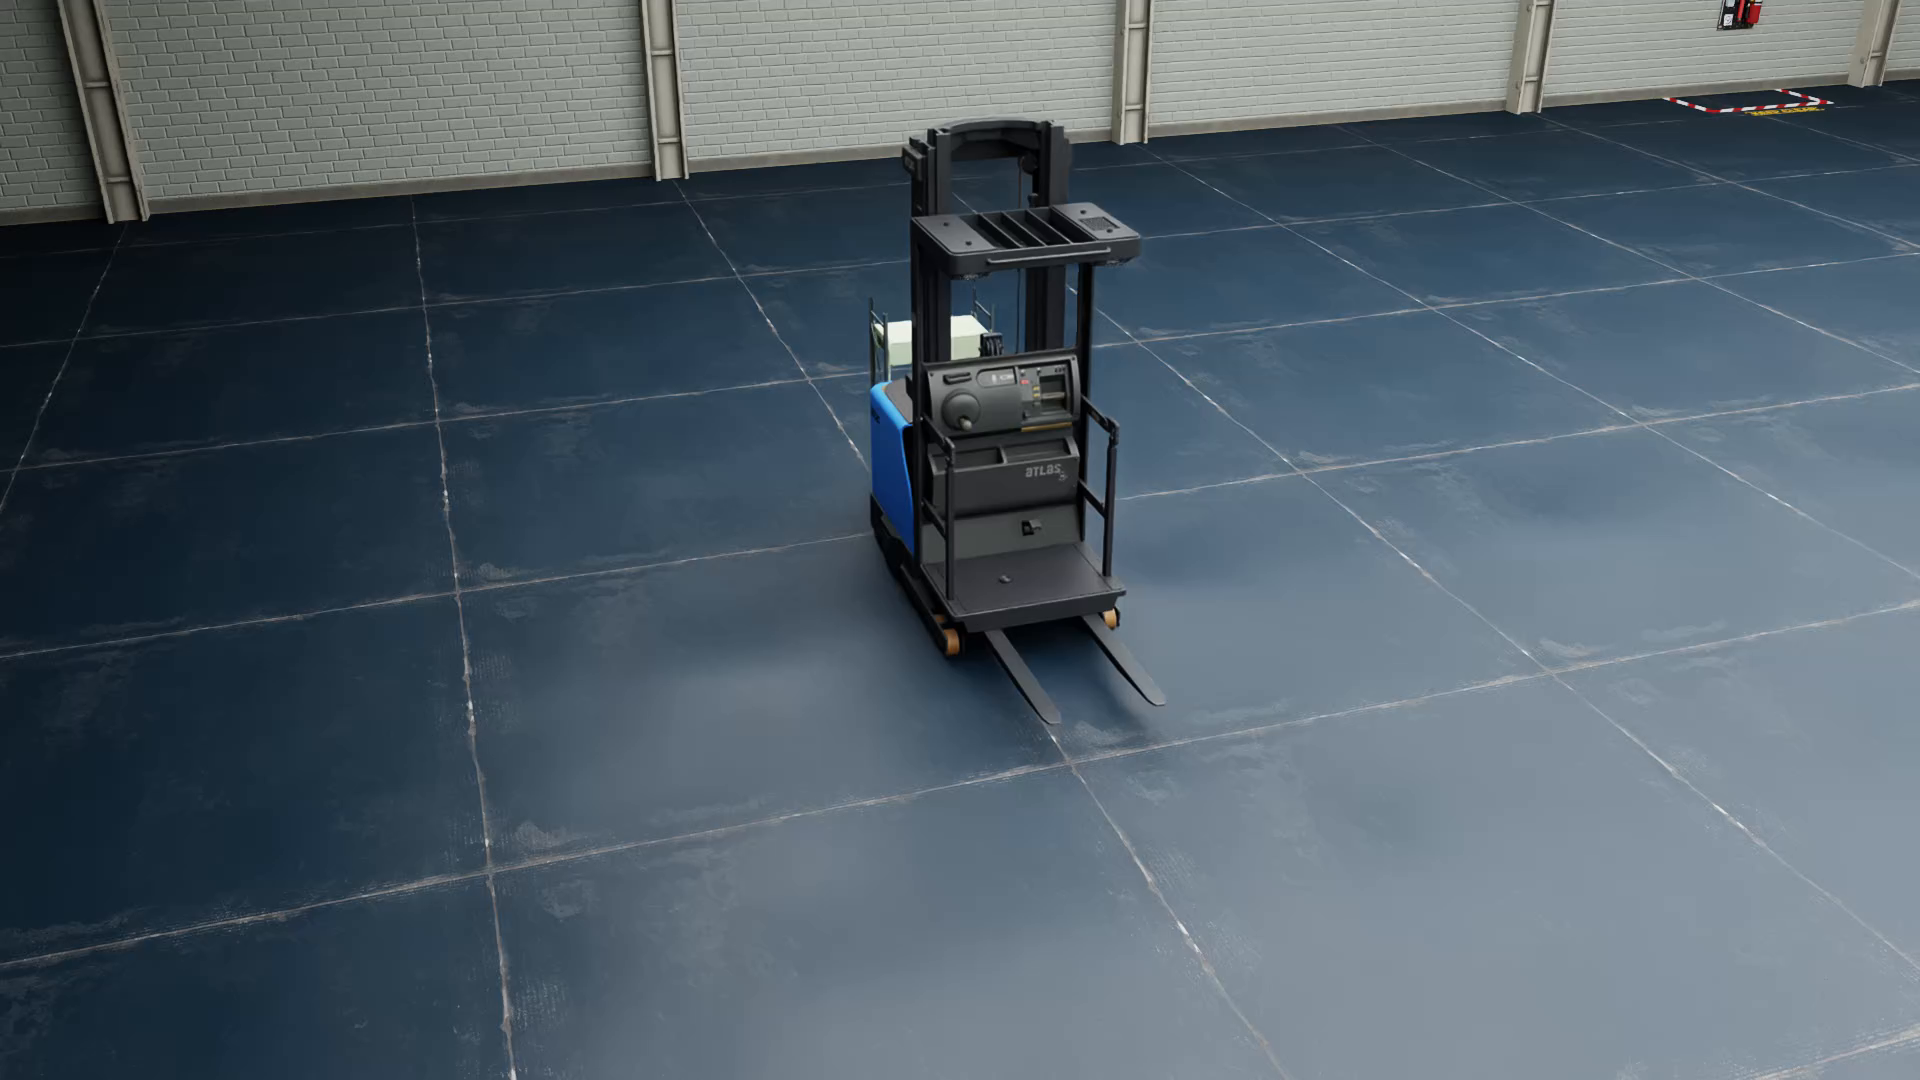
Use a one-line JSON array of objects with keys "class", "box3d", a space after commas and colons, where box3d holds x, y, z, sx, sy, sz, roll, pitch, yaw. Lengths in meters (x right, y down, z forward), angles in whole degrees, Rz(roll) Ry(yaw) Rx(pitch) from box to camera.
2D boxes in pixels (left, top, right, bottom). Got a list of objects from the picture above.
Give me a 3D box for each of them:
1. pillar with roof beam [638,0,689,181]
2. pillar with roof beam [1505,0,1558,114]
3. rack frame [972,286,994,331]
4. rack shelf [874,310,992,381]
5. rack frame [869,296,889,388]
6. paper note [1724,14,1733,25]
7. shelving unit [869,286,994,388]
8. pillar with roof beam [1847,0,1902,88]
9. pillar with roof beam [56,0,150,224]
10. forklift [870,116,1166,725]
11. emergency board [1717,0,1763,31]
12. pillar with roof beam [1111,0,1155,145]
[{"class": "pillar with roof beam", "box3d": [-2.160, -6.595, 14.409, 0.400, 9.000, 9.100, -8, 28, -16]}, {"class": "pillar with roof beam", "box3d": [9.250, -8.248, 17.738, 0.400, 9.000, 9.100, -8, 28, -16]}, {"class": "rack frame", "box3d": [0.154, -0.981, 11.533, 0.023, 1.500, 0.400, -8, 28, -16]}, {"class": "rack shelf", "box3d": [-0.195, -1.280, 11.259, 0.720, 0.370, 0.431, -8, 28, -16]}, {"class": "rack frame", "box3d": [-0.543, -0.881, 11.332, 0.023, 1.500, 0.400, -8, 28, -16]}, {"class": "paper note", "box3d": [11.071, -7.493, 23.955, 0.142, 0.148, 0.016, -8, 28, -16]}, {"class": "shelving unit", "box3d": [-0.195, -0.931, 11.432, 0.755, 1.500, 0.431, -8, 28, -16]}, {"class": "pillar with roof beam", "box3d": [14.955, -9.074, 19.402, 0.400, 9.000, 9.100, -8, 28, -16]}, {"class": "pillar with roof beam", "box3d": [-7.865, -5.769, 12.745, 0.400, 9.000, 9.100, -8, 28, -16]}, {"class": "forklift", "box3d": [0.330, -0.824, 9.608, 1.130, 2.935, 3.031, -8, 28, -16]}, {"class": "emergency board", "box3d": [11.260, -7.883, 23.749, 0.643, 1.169, 0.194, -8, 28, -16]}, {"class": "pillar with roof beam", "box3d": [3.545, -7.421, 16.073, 0.400, 9.000, 9.100, -8, 28, -16]}]
